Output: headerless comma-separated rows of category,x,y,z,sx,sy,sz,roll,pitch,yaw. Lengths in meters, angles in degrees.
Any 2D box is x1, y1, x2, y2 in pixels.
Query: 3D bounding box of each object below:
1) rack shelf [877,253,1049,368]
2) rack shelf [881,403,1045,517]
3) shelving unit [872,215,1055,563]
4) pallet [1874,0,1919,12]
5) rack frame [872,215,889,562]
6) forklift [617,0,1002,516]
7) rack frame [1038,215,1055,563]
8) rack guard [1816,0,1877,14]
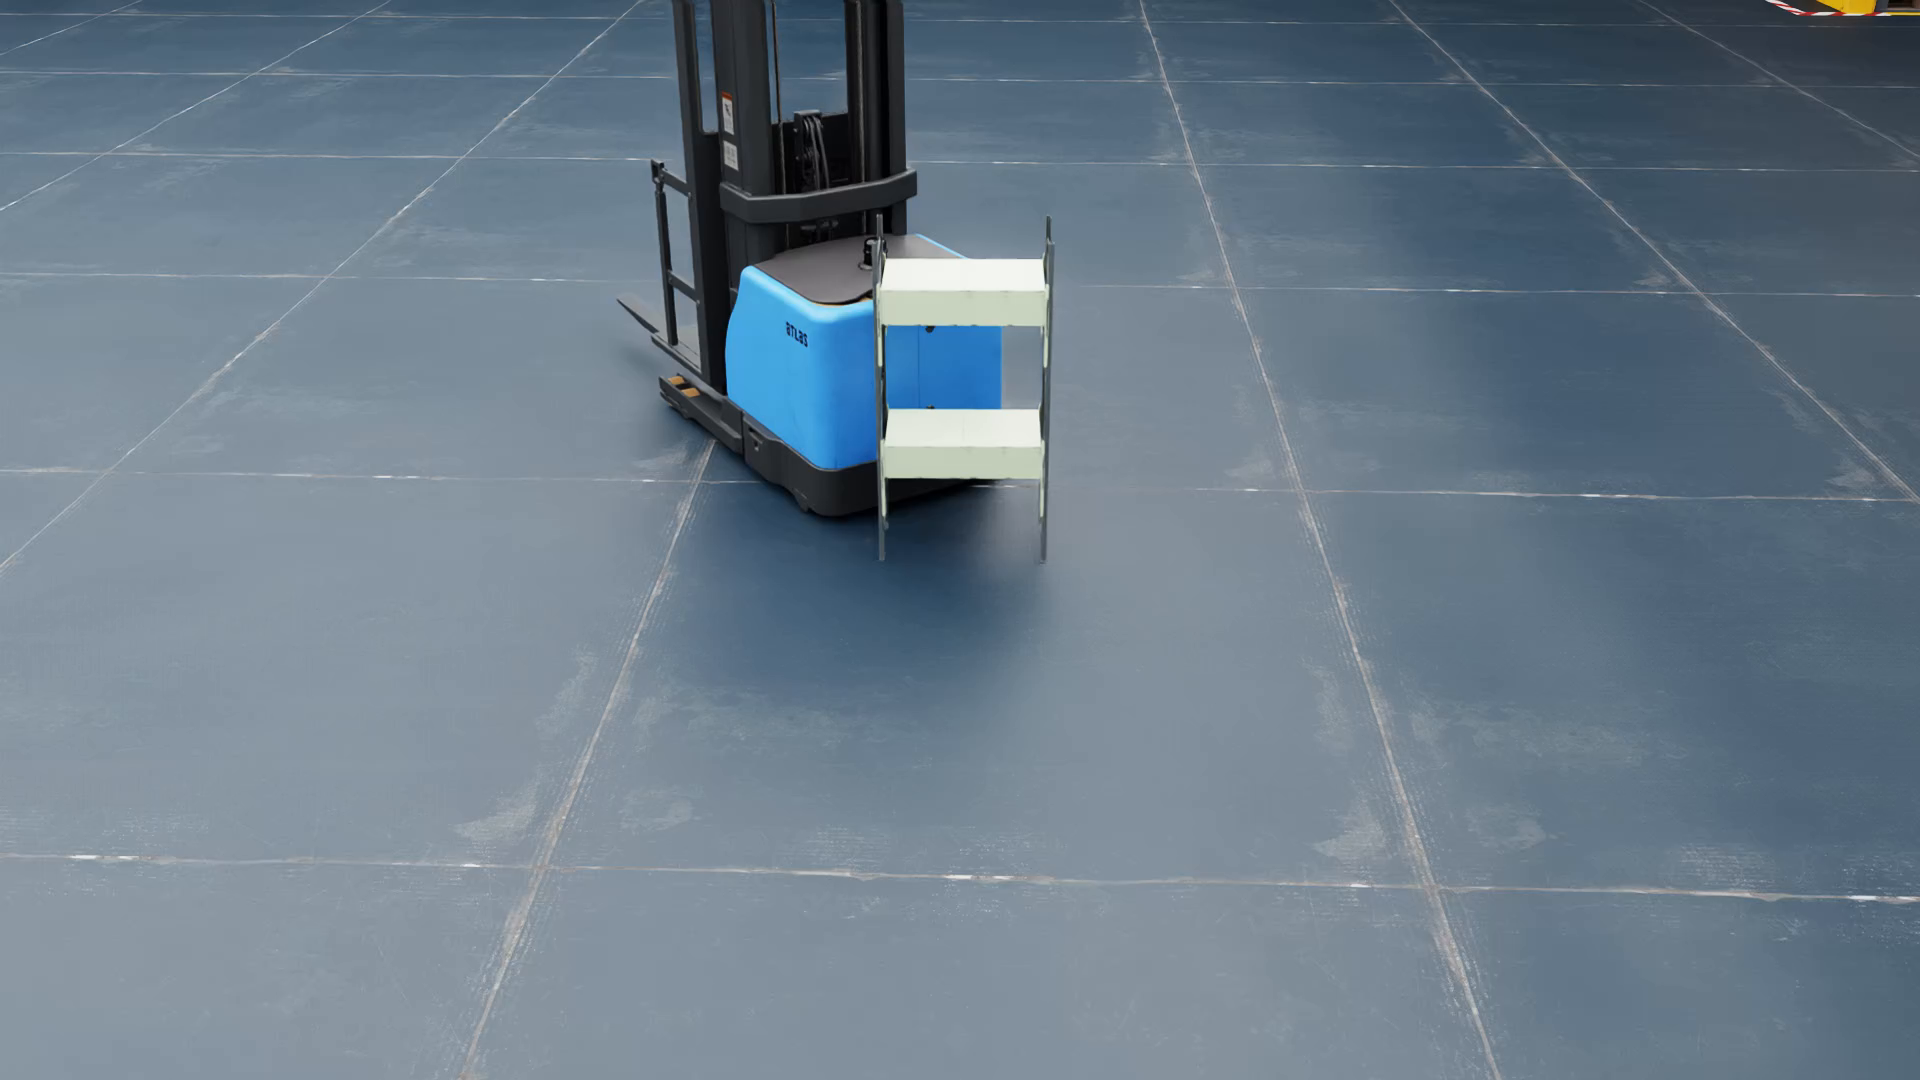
rack shelf,0.015,-0.997,7.197,0.720,0.370,0.431,0,28,1
rack shelf,0.015,-0.364,7.532,0.720,0.370,0.431,0,28,1
shelving unit,0.015,-0.652,7.379,0.755,1.500,0.431,0,28,1
pallet,11.227,-6.462,19.715,1.213,0.211,1.003,1,28,2
rack frame,-0.351,-0.655,7.384,0.023,1.500,0.400,0,28,1
forklift,-0.989,-2.053,8.494,1.130,2.935,3.031,-16,32,-28
rack frame,0.381,-0.650,7.375,0.023,1.500,0.400,0,28,1
rack guard,10.437,-6.583,19.635,0.348,0.500,1.175,1,28,2
